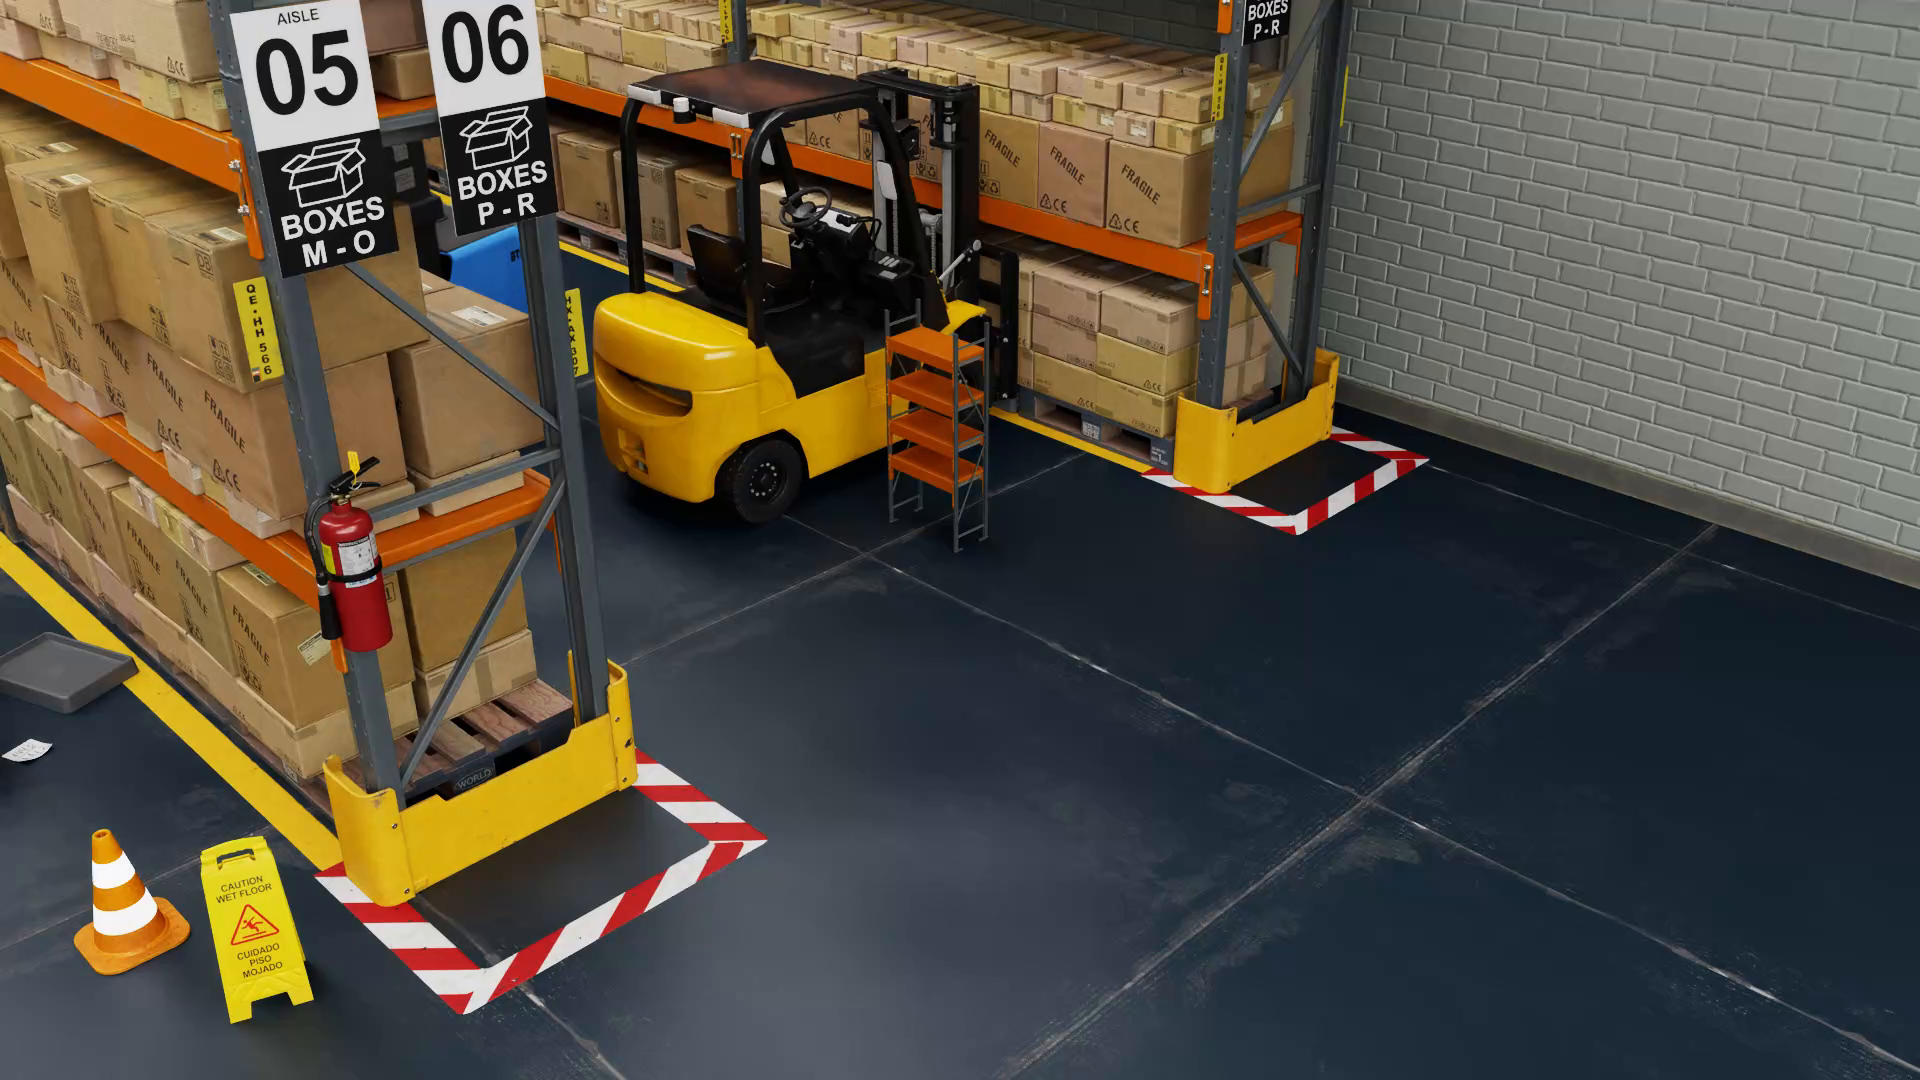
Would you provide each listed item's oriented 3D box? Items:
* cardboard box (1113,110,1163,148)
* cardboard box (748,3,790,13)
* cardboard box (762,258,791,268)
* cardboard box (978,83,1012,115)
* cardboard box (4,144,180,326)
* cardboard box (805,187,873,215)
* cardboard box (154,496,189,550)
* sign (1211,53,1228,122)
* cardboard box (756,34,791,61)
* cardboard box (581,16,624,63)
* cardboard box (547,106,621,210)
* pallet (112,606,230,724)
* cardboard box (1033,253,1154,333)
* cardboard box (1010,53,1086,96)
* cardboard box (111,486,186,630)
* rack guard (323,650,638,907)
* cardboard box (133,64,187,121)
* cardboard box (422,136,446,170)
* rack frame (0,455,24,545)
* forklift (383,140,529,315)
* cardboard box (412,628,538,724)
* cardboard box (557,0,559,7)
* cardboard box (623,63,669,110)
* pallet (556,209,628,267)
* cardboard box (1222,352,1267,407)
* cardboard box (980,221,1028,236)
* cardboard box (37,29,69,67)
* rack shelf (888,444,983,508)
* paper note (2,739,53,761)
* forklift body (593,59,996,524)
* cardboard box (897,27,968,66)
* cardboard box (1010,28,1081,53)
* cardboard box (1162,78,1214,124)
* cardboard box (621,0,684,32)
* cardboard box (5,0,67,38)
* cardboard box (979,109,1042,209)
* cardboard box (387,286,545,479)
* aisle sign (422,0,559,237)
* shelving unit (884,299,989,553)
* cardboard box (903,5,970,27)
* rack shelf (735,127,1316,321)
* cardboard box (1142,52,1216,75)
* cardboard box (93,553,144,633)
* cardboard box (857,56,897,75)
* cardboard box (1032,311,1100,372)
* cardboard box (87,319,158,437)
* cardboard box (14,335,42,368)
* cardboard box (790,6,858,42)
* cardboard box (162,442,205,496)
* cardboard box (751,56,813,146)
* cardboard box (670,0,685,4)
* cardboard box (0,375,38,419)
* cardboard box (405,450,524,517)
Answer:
[{"bbox_3d":[1.047,-2.254,9.009,0.380,0.149,0.250,-25,36,-38],"label":"cardboard box"},{"bbox_3d":[-1.258,-3.651,11.666,0.250,0.149,0.380,24,36,37],"label":"cardboard box"},{"bbox_3d":[-1.045,-1.835,11.520,0.500,0.250,0.500,-25,37,-39],"label":"cardboard box"},{"bbox_3d":[0.319,-2.591,9.649,0.250,0.149,0.380,25,37,39],"label":"cardboard box"},{"bbox_3d":[-3.092,-1.193,6.294,0.500,0.500,0.700,24,36,38],"label":"cardboard box"},{"bbox_3d":[-0.676,-2.113,10.974,0.500,0.250,0.500,25,36,38],"label":"cardboard box"},{"bbox_3d":[-3.023,-0.123,6.762,0.380,0.149,0.250,-25,36,-38],"label":"cardboard box"},{"bbox_3d":[1.304,-2.270,8.346,0.005,0.325,0.100,25,36,38],"label":"sign"},{"bbox_3d":[-1.115,-3.274,10.949,0.250,0.149,0.380,24,36,38],"label":"cardboard box"},{"bbox_3d":[-2.420,-3.698,12.184,0.500,0.250,0.500,-24,36,-38],"label":"cardboard box"},{"bbox_3d":[-3.104,-3.155,13.628,0.875,0.625,0.625,-24,36,-38],"label":"cardboard box"},{"bbox_3d":[-3.258,0.354,7.849,1.213,0.211,1.003,25,36,38],"label":"pallet"},{"bbox_3d":[0.779,-1.451,9.716,0.500,0.250,0.500,-25,36,-38],"label":"cardboard box"},{"bbox_3d":[0.499,-2.639,9.422,0.380,0.149,0.250,-24,36,-38],"label":"cardboard box"},{"bbox_3d":[-3.267,0.008,7.209,0.500,0.500,0.500,24,36,37],"label":"cardboard box"},{"bbox_3d":[-1.837,0.901,6.498,0.348,0.500,1.175,25,36,38],"label":"rack guard"},{"bbox_3d":[-2.434,-1.490,5.408,0.250,0.149,0.380,25,37,39],"label":"cardboard box"},{"bbox_3d":[-4.463,-3.585,14.580,0.500,0.500,0.500,-24,36,-38],"label":"cardboard box"},{"bbox_3d":[-4.635,-1.485,8.352,0.127,3.000,1.000,25,36,38],"label":"rack frame"},{"bbox_3d":[-3.687,-1.801,9.026,1.130,2.935,3.031,13,30,23],"label":"forklift"},{"bbox_3d":[-2.164,0.496,7.087,0.500,0.250,0.500,24,36,38],"label":"cardboard box"},{"bbox_3d":[-2.809,-4.098,12.516,0.250,0.149,0.380,25,36,38],"label":"cardboard box"},{"bbox_3d":[-2.063,-3.307,11.978,0.500,0.250,0.500,24,36,38],"label":"cardboard box"},{"bbox_3d":[-2.585,-2.525,13.325,1.213,0.211,1.003,25,36,38],"label":"pallet"},{"bbox_3d":[1.481,-1.023,9.975,0.500,0.250,0.500,25,37,39],"label":"cardboard box"},{"bbox_3d":[0.416,-1.958,10.679,0.500,0.250,0.500,24,36,37],"label":"cardboard box"},{"bbox_3d":[-3.127,-1.847,6.087,0.250,0.149,0.380,23,36,37],"label":"cardboard box"},{"bbox_3d":[-0.118,-0.350,8.697,0.480,0.148,0.258,25,36,38],"label":"rack shelf"},{"bbox_3d":[-3.941,0.887,7.030,0.148,0.019,0.142,12,30,22],"label":"paper note"},{"bbox_3d":[-0.937,-1.466,9.227,1.214,2.155,2.313,25,36,38],"label":"forklift body"},{"bbox_3d":[-0.165,-3.000,10.109,0.250,0.149,0.380,24,36,38],"label":"cardboard box"},{"bbox_3d":[0.522,-2.986,10.082,0.250,0.149,0.380,25,37,39],"label":"cardboard box"},{"bbox_3d":[1.291,-2.339,8.850,0.250,0.149,0.380,25,36,38],"label":"cardboard box"},{"bbox_3d":[-2.172,-3.720,11.798,0.250,0.149,0.380,23,36,37],"label":"cardboard box"},{"bbox_3d":[-3.068,-1.983,5.916,0.500,0.250,0.500,-24,36,-38],"label":"cardboard box"},{"bbox_3d":[0.430,-2.286,9.767,0.500,0.500,0.500,24,36,37],"label":"cardboard box"},{"bbox_3d":[-1.926,-0.603,6.246,0.500,0.500,0.500,24,36,38],"label":"cardboard box"},{"bbox_3d":[-1.522,-1.413,5.422,0.004,0.787,0.394,25,36,38],"label":"aisle sign"},{"bbox_3d":[-0.118,-0.585,8.573,0.503,1.200,0.258,25,36,38],"label":"shelving unit"},{"bbox_3d":[-0.148,-3.354,10.782,0.250,0.149,0.380,24,36,37],"label":"cardboard box"},{"bbox_3d":[0.268,-2.163,10.413,4.000,0.370,1.077,25,36,38],"label":"rack shelf"},{"bbox_3d":[1.243,-2.650,9.443,0.380,0.149,0.250,-24,36,-38],"label":"cardboard box"},{"bbox_3d":[-3.635,0.171,7.706,0.500,0.250,0.500,24,36,38],"label":"cardboard box"},{"bbox_3d":[-0.414,-2.923,10.281,0.250,0.149,0.380,24,36,38],"label":"cardboard box"},{"bbox_3d":[0.778,-1.241,9.853,0.500,0.250,0.500,24,36,38],"label":"cardboard box"},{"bbox_3d":[-3.071,-0.771,6.566,0.500,0.500,0.500,24,36,38],"label":"cardboard box"},{"bbox_3d":[-4.056,-0.931,7.567,0.380,0.149,0.250,-24,36,-38],"label":"cardboard box"},{"bbox_3d":[-0.876,-3.345,10.764,0.380,0.149,0.250,-25,36,-38],"label":"cardboard box"},{"bbox_3d":[-2.831,-0.331,6.425,0.380,0.149,0.250,-25,36,-38],"label":"cardboard box"},{"bbox_3d":[-1.025,-2.947,11.023,0.500,0.500,0.500,23,36,37],"label":"cardboard box"},{"bbox_3d":[-1.947,-4.004,12.337,0.250,0.149,0.380,25,36,38],"label":"cardboard box"},{"bbox_3d":[-4.357,-0.730,7.916,0.380,0.149,0.250,-25,36,-38],"label":"cardboard box"},{"bbox_3d":[-1.880,-0.248,6.269,0.250,0.149,0.380,25,37,39],"label":"cardboard box"}]
